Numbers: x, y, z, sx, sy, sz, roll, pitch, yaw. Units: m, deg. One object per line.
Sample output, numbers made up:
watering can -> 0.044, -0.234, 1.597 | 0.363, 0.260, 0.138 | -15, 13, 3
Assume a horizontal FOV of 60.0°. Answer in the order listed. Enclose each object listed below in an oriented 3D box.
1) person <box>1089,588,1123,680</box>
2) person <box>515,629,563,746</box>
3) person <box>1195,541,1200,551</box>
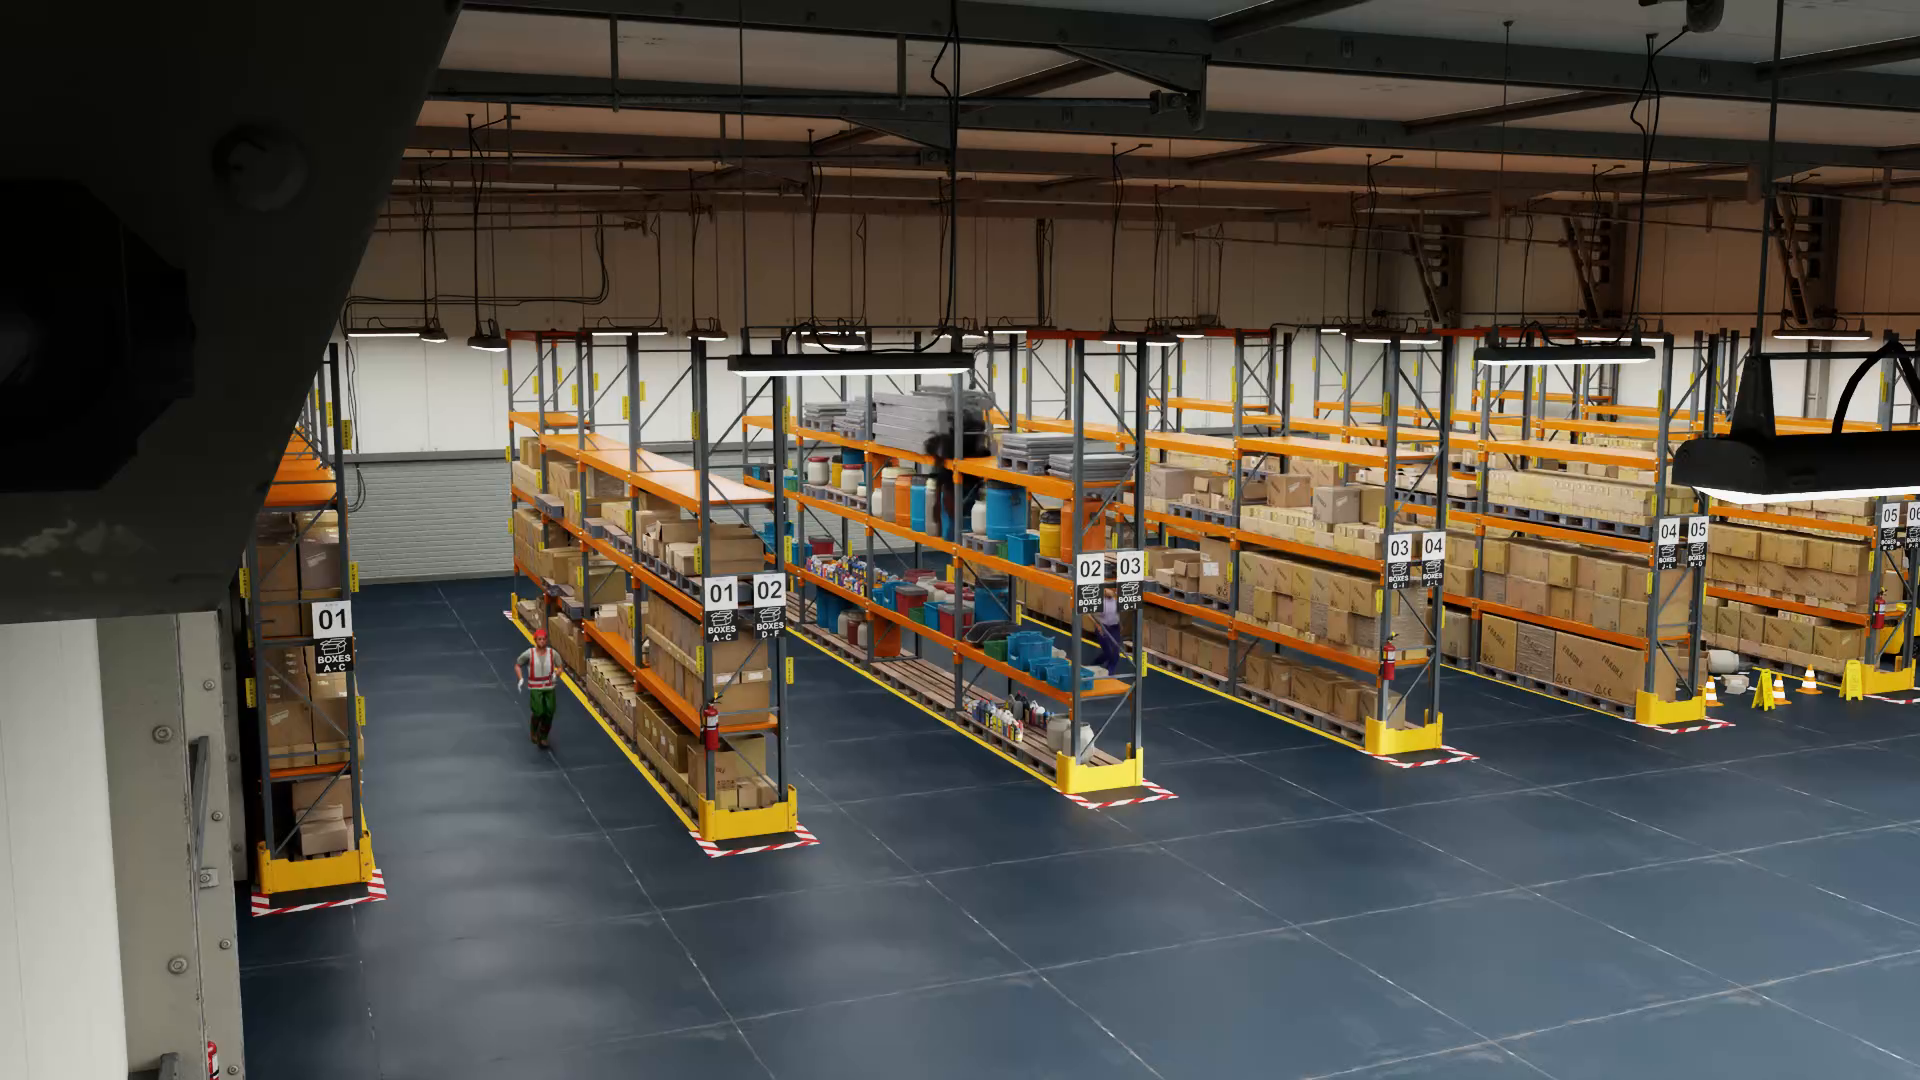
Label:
person -> 2.440, 1.518, 27.550 | 0.614, 1.621, 0.515 | -5, 9, -32
person -> -6.080, 2.172, 24.196 | 0.664, 1.739, 0.603 | -4, 9, -26
person -> 6.066, -0.123, 41.234 | 0.837, 1.836, 0.698 | 7, 10, 40
